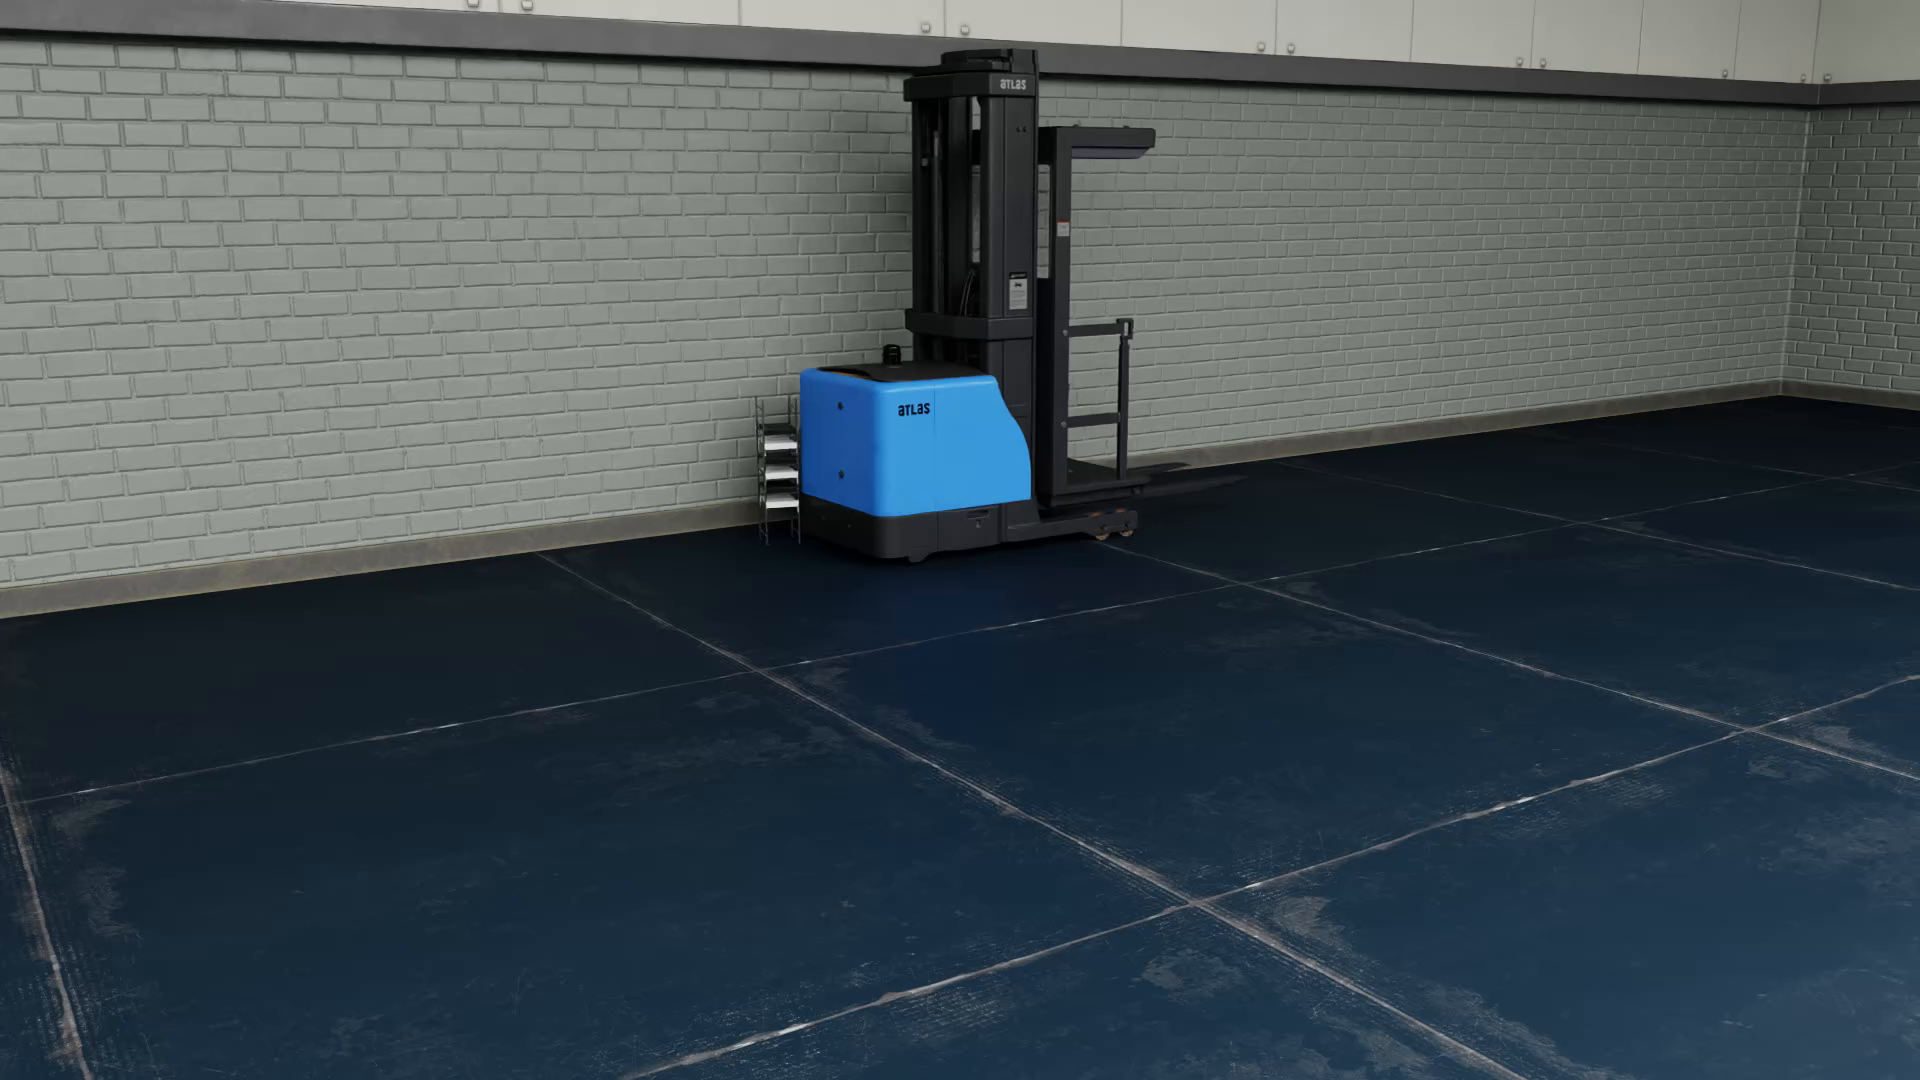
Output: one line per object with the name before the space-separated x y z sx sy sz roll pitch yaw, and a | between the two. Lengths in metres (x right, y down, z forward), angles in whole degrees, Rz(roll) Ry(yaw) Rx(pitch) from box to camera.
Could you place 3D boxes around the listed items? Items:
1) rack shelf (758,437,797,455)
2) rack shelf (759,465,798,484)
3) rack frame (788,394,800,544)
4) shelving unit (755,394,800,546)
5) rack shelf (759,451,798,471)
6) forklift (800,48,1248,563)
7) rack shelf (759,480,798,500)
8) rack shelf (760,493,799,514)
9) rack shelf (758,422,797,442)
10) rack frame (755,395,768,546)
rack shelf | -1.122 -0.576 10.201 0.200 0.077 0.258 -4 13 -16
rack shelf | -1.121 -0.400 10.240 0.200 0.077 0.258 -4 13 -16
rack frame | -1.024 -0.439 10.262 0.006 0.900 0.240 -4 13 -16
shelving unit | -1.121 -0.433 10.233 0.210 0.900 0.258 -4 13 -16
rack shelf | -1.122 -0.488 10.221 0.200 0.077 0.258 -4 13 -16
forklift | 0.516 -1.520 10.451 3.031 2.935 1.130 -8 15 -33
rack shelf | -1.121 -0.312 10.259 0.200 0.077 0.258 -4 13 -16
rack shelf | -1.121 -0.224 10.279 0.200 0.077 0.258 -4 13 -16
rack shelf | -1.122 -0.664 10.182 0.200 0.077 0.258 -4 13 -16
rack frame | -1.219 -0.426 10.204 0.006 0.900 0.240 -4 13 -16
